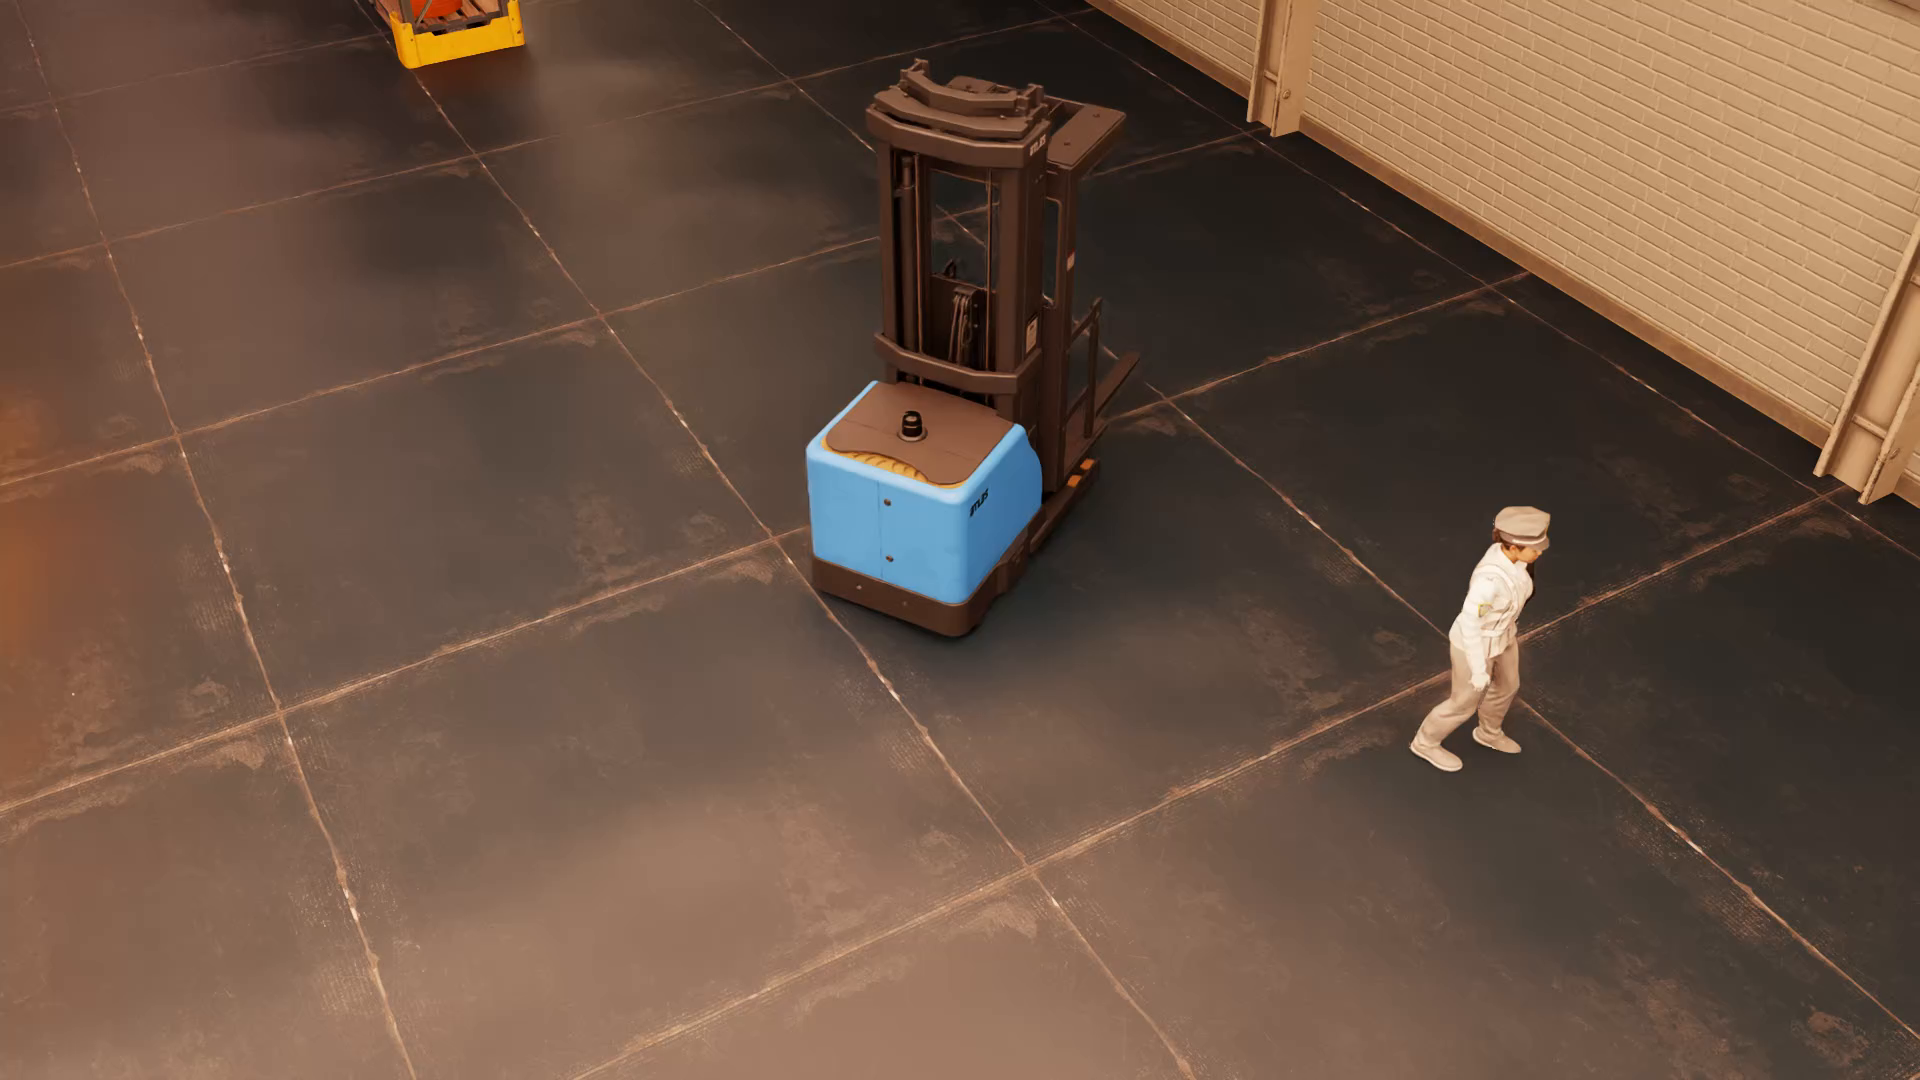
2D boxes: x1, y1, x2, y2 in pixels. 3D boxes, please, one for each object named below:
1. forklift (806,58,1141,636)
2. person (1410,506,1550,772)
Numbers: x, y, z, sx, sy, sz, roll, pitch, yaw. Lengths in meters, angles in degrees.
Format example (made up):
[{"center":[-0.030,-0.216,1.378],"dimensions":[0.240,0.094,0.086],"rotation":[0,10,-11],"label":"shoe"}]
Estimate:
[{"center":[0.253,-1.505,9.850],"dimensions":[1.130,2.935,3.031],"rotation":[19,43,21],"label":"forklift"},{"center":[2.691,0.548,8.410],"dimensions":[0.506,1.701,0.573],"rotation":[25,46,27],"label":"person"}]
